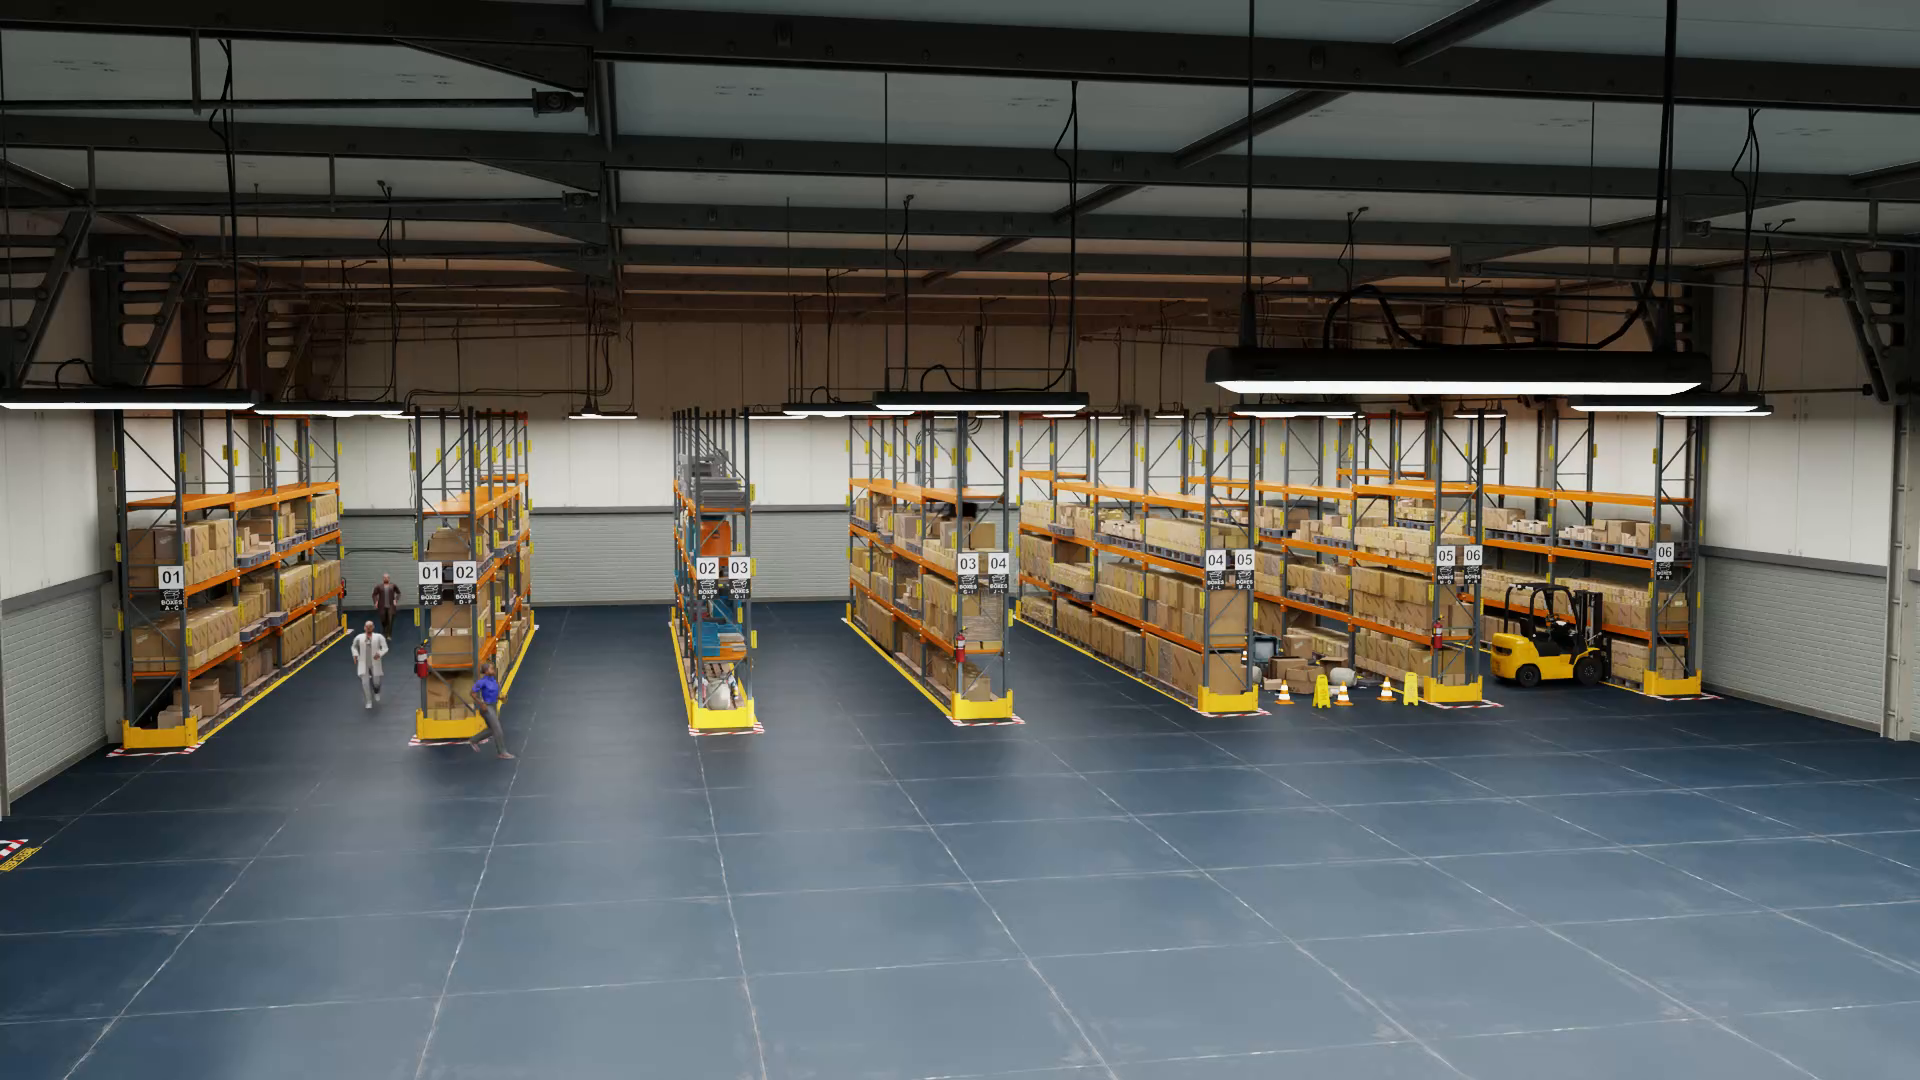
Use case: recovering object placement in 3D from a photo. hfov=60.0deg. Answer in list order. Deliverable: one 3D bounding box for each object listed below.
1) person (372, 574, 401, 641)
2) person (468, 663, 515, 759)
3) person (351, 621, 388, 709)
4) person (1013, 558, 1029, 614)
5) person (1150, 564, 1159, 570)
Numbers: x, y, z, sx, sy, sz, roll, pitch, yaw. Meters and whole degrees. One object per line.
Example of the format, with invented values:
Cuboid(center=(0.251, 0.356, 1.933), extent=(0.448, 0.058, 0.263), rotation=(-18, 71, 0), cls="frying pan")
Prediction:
Cuboid(center=(-15.078, 1.856, 43.765), extent=(0.726, 1.553, 0.686), rotation=(-1, 4, -19), cls="person")
Cuboid(center=(-7.989, 2.899, 28.220), extent=(0.887, 1.614, 0.606), rotation=(1, 4, 9), cls="person")
Cuboid(center=(-11.823, 2.530, 33.278), extent=(0.715, 1.651, 0.740), rotation=(-1, 4, -14), cls="person")
Cuboid(center=(1.906, 1.341, 49.695), extent=(0.784, 1.755, 0.743), rotation=(-2, 5, -29), cls="person")
Cuboid(center=(5.457, 1.568, 46.049), extent=(0.645, 1.847, 0.797), rotation=(-2, 4, -22), cls="person")
